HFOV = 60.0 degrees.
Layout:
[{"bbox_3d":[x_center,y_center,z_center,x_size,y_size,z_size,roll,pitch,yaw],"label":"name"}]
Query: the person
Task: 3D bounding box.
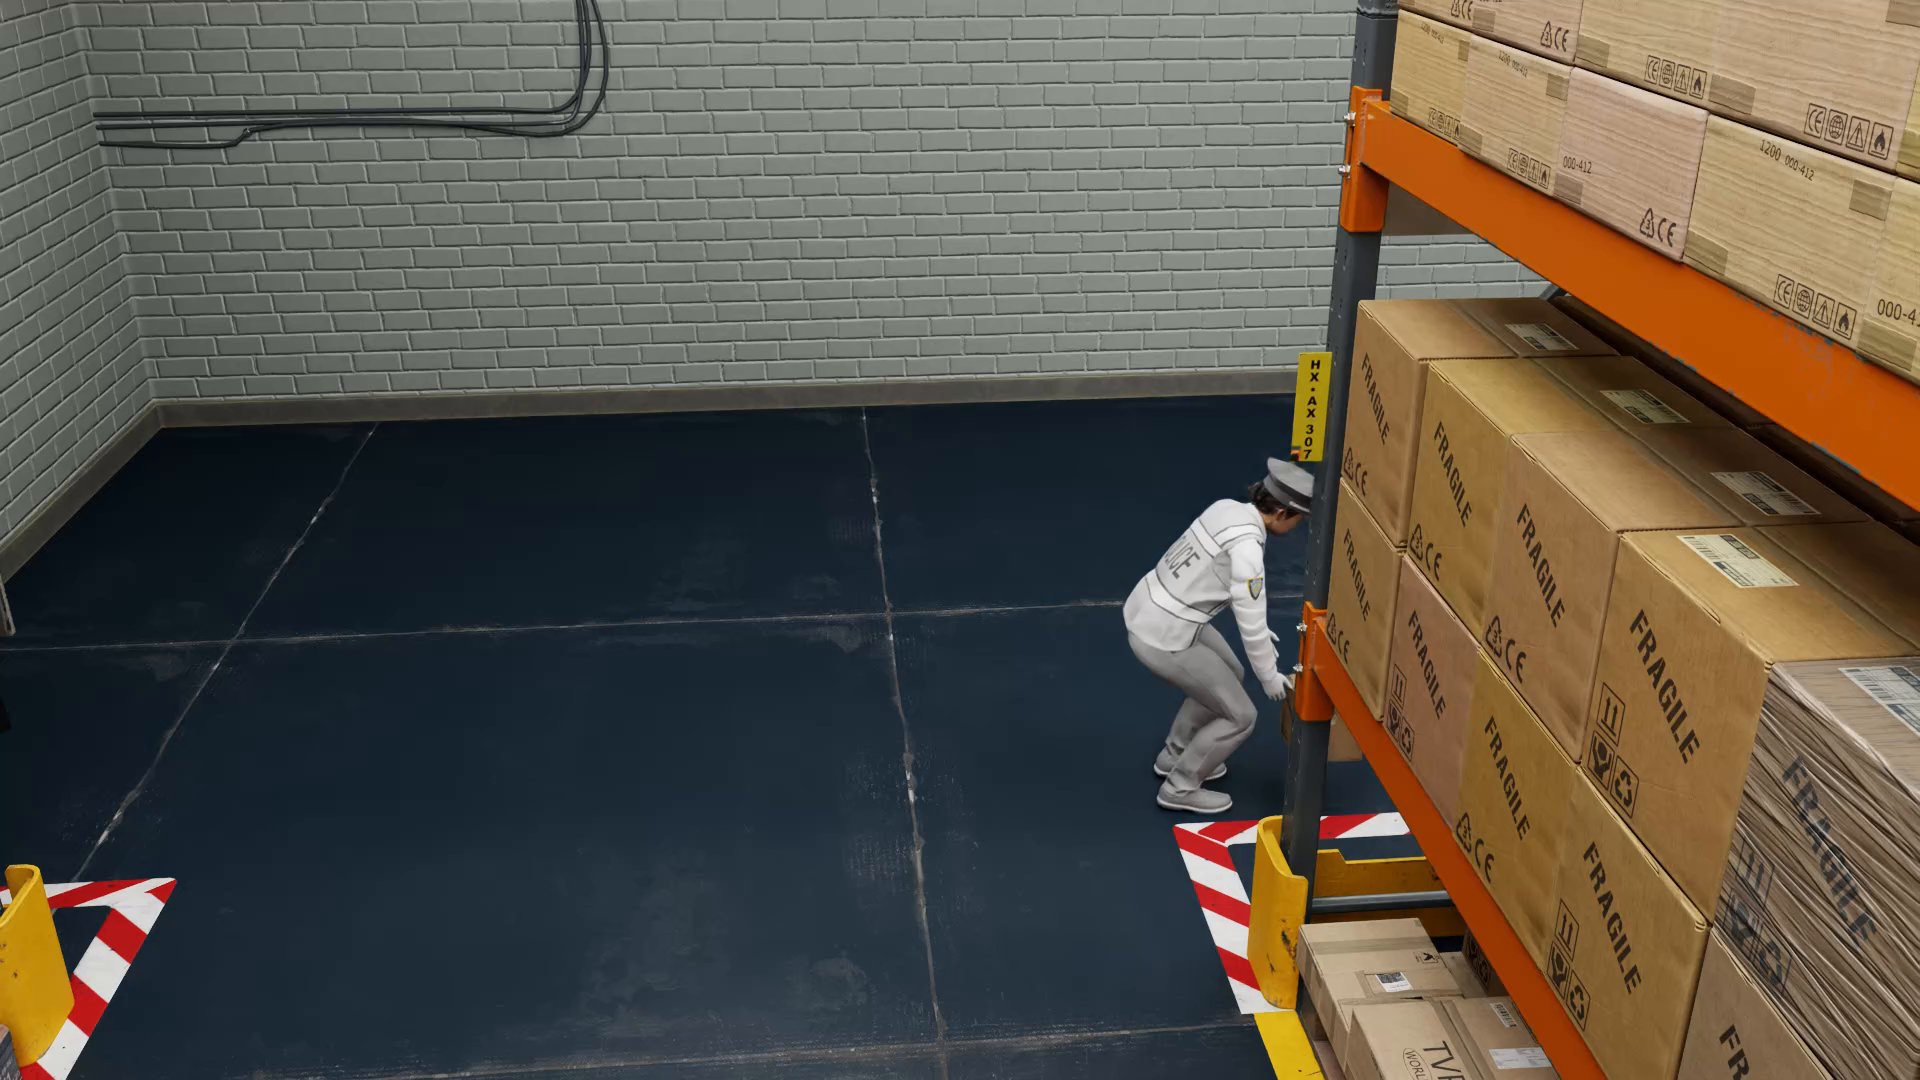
[{"bbox_3d":[0.969,0.345,6.221,0.723,1.349,0.535,0,24,1],"label":"person"}]
